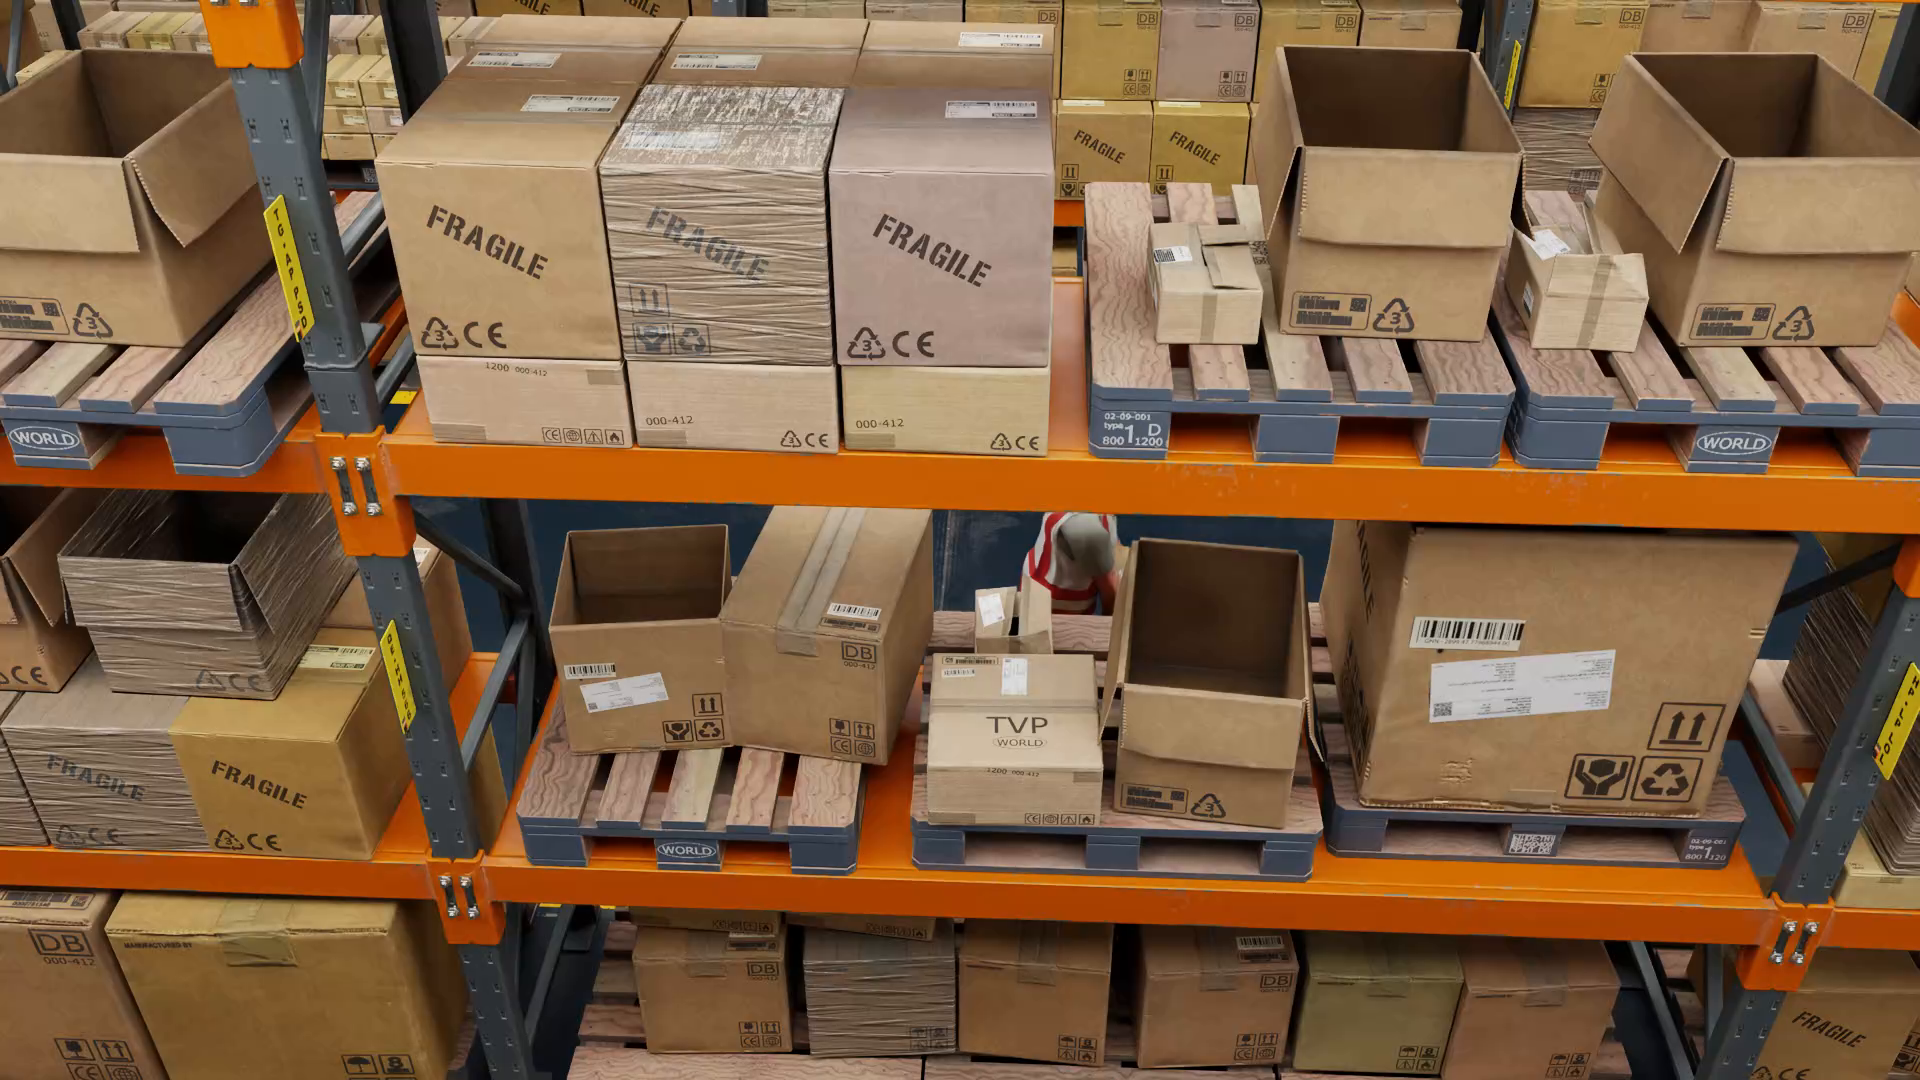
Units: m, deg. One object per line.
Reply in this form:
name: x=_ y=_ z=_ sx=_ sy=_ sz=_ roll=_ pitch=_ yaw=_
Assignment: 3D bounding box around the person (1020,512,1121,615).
person: x=0.528 y=0.267 z=6.737 sx=0.576 sy=1.769 sz=0.493 roll=1 pitch=35 yaw=1
